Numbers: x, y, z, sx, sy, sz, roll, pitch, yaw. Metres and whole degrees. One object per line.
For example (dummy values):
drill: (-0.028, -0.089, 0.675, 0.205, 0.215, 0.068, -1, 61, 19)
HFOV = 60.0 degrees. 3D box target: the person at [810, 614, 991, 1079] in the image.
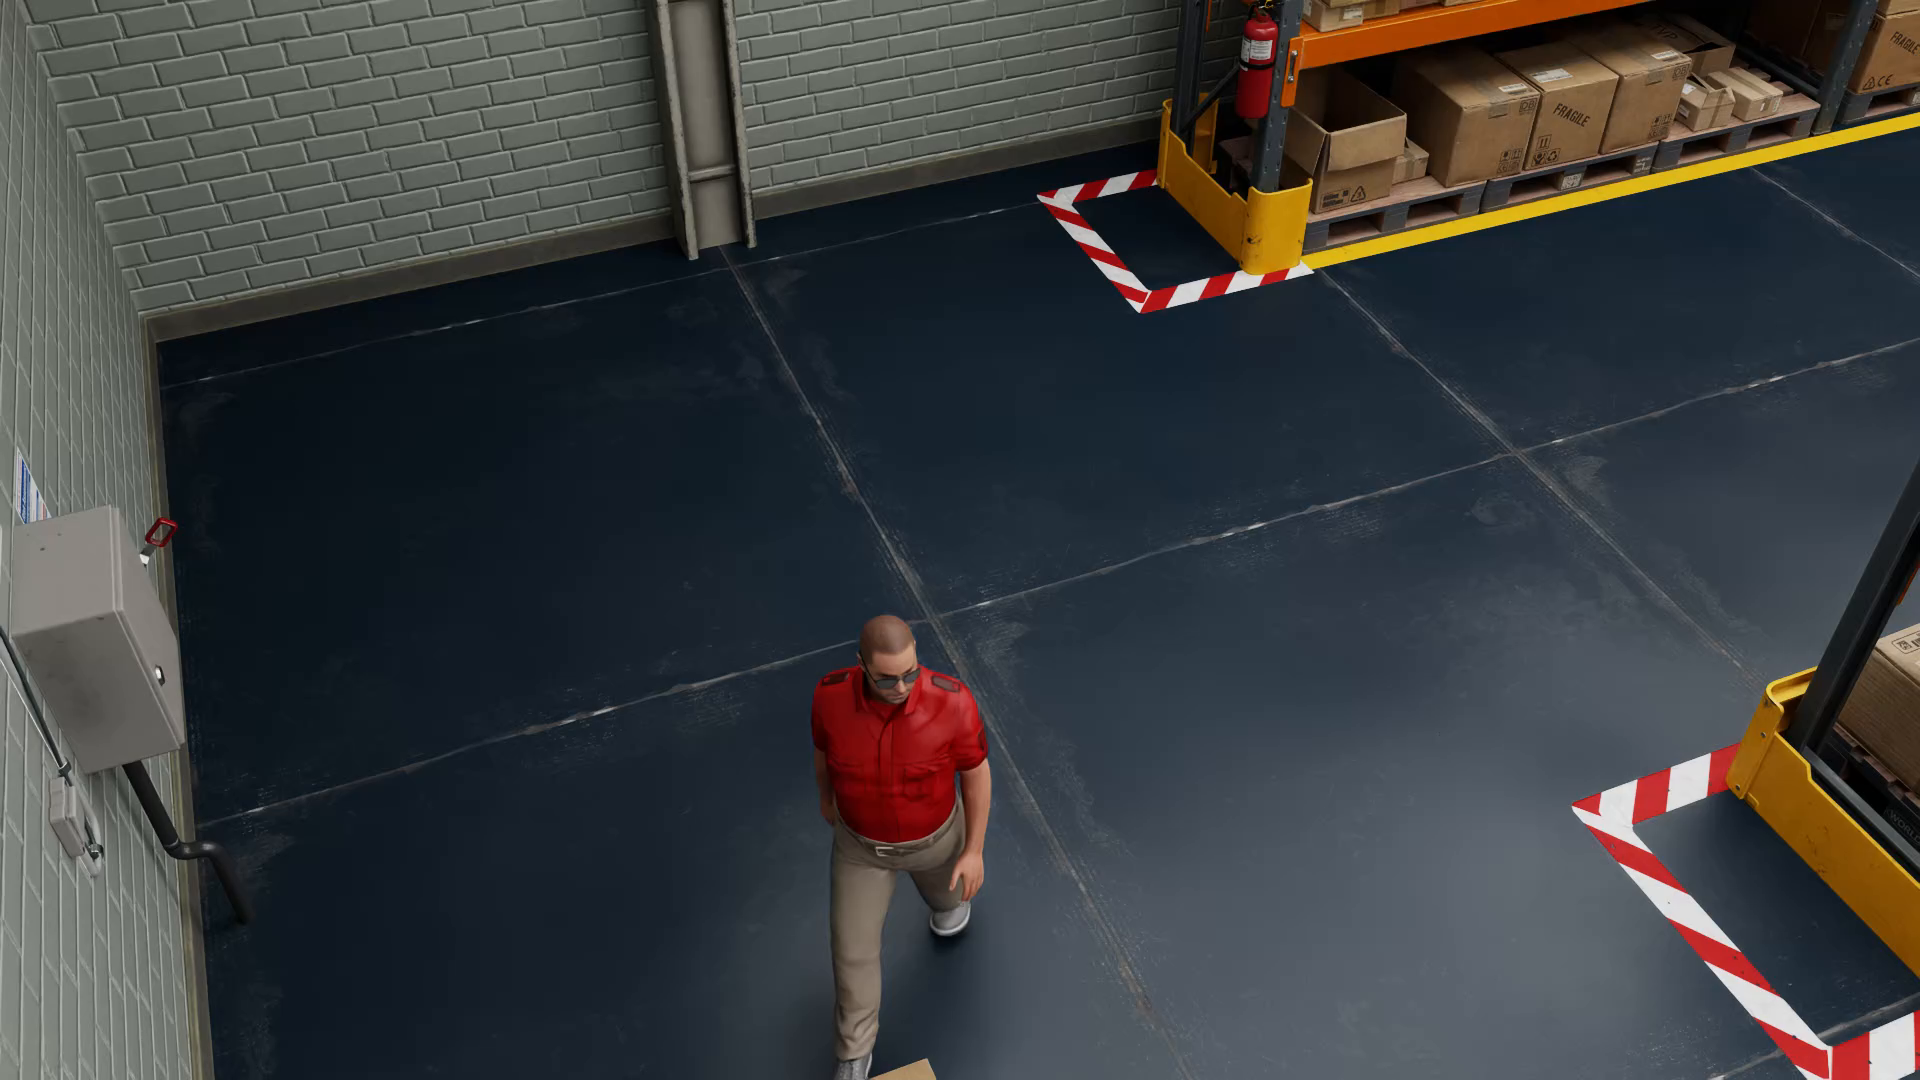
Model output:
person: (-0.191, 0.941, 5.138, 0.562, 1.665, 1.059, 3, 42, 3)
